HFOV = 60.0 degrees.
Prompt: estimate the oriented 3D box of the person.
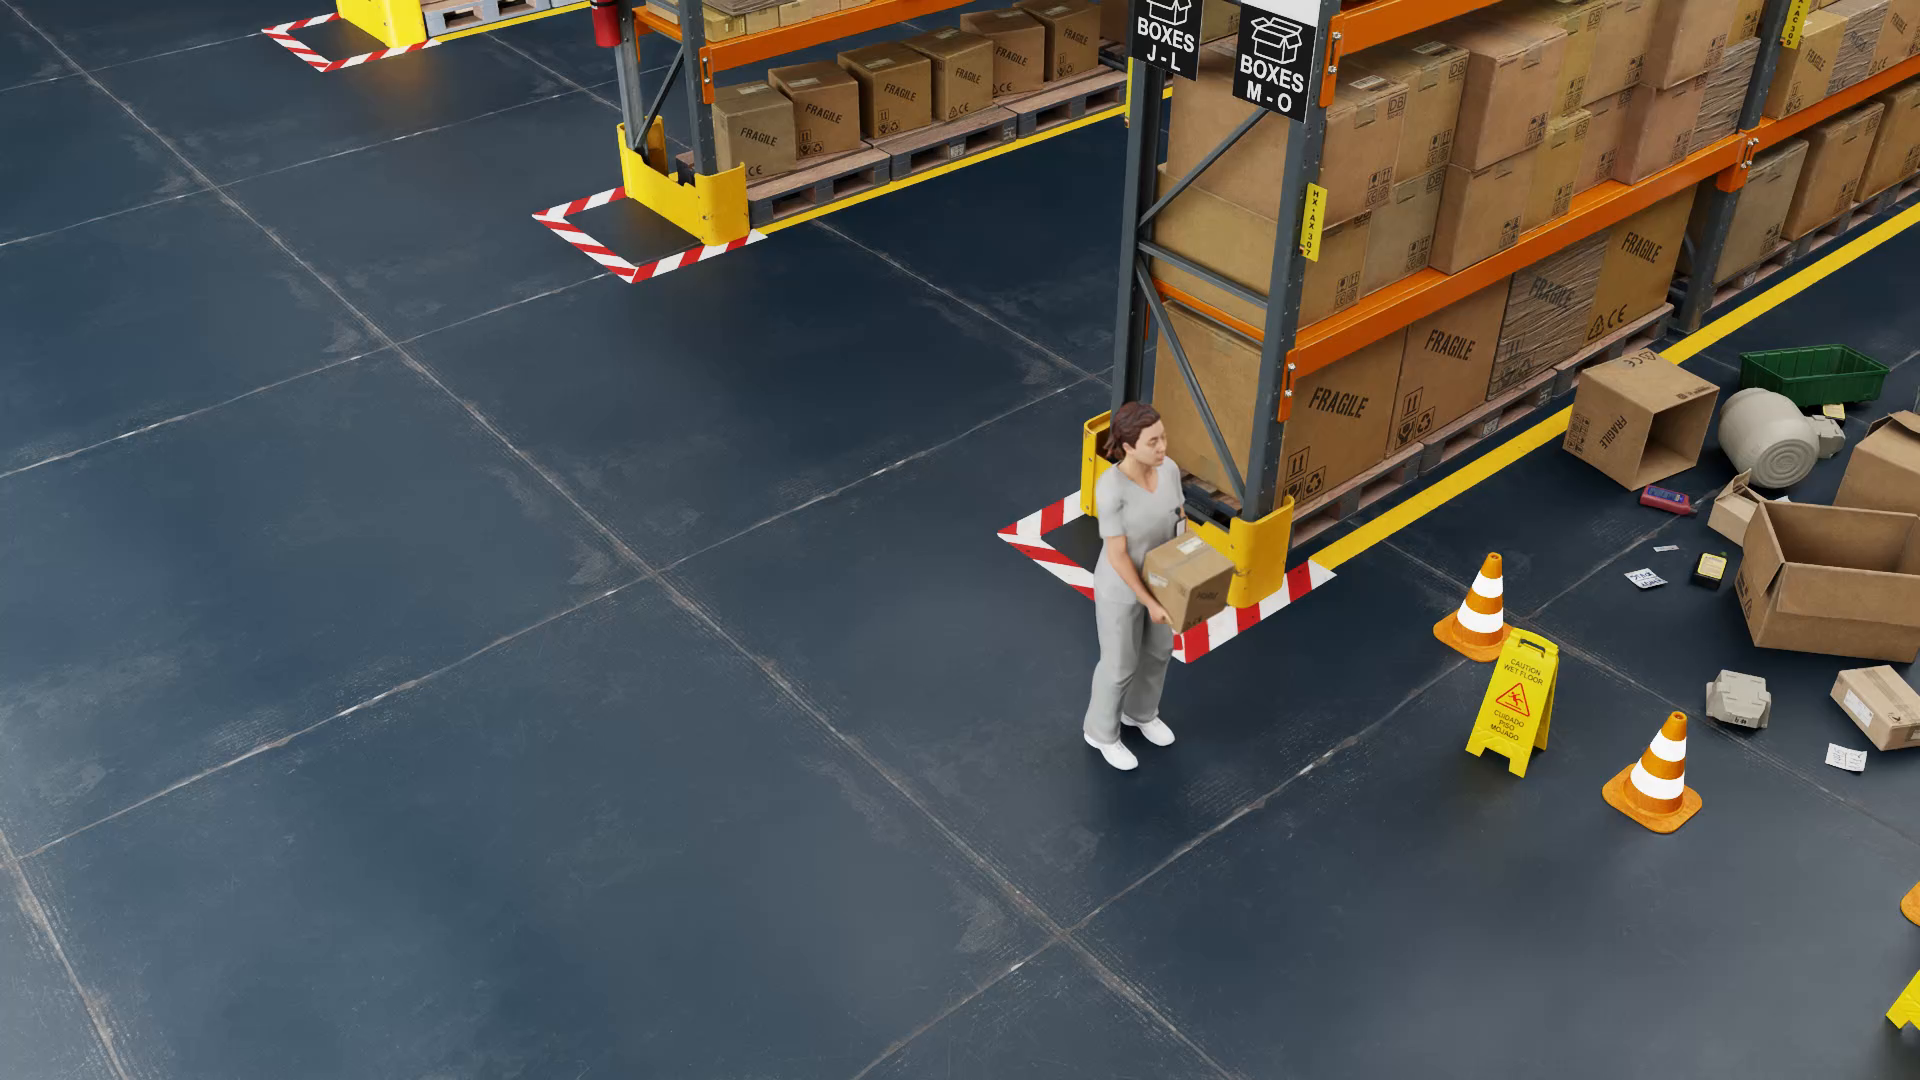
[{"bbox_3d":[0.764,0.219,6.787,0.437,1.662,0.562,-26,43,-31],"label":"person"}]
